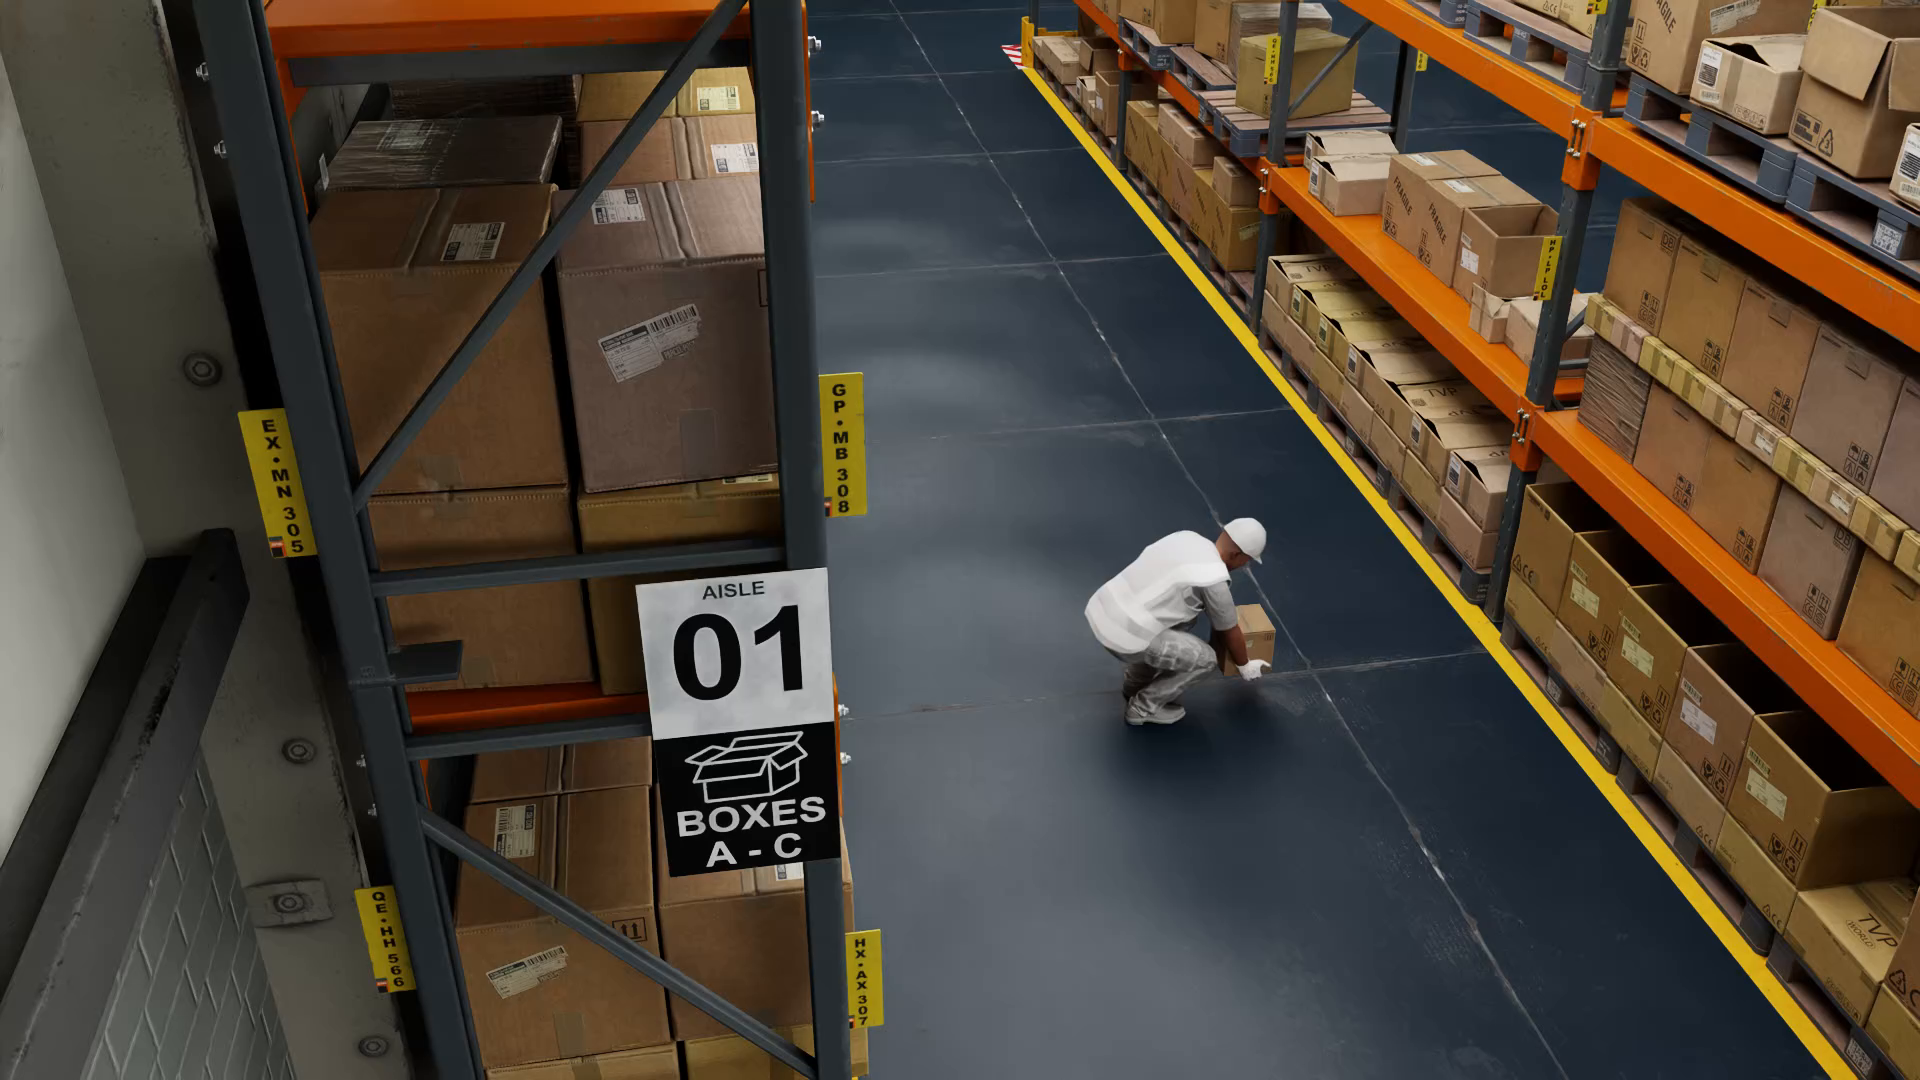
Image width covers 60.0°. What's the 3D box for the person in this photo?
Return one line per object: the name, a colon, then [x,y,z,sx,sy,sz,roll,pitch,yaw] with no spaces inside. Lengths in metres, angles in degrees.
person: [1.080,0.379,8.254,0.924,1.002,0.556,-6,31,-10]
